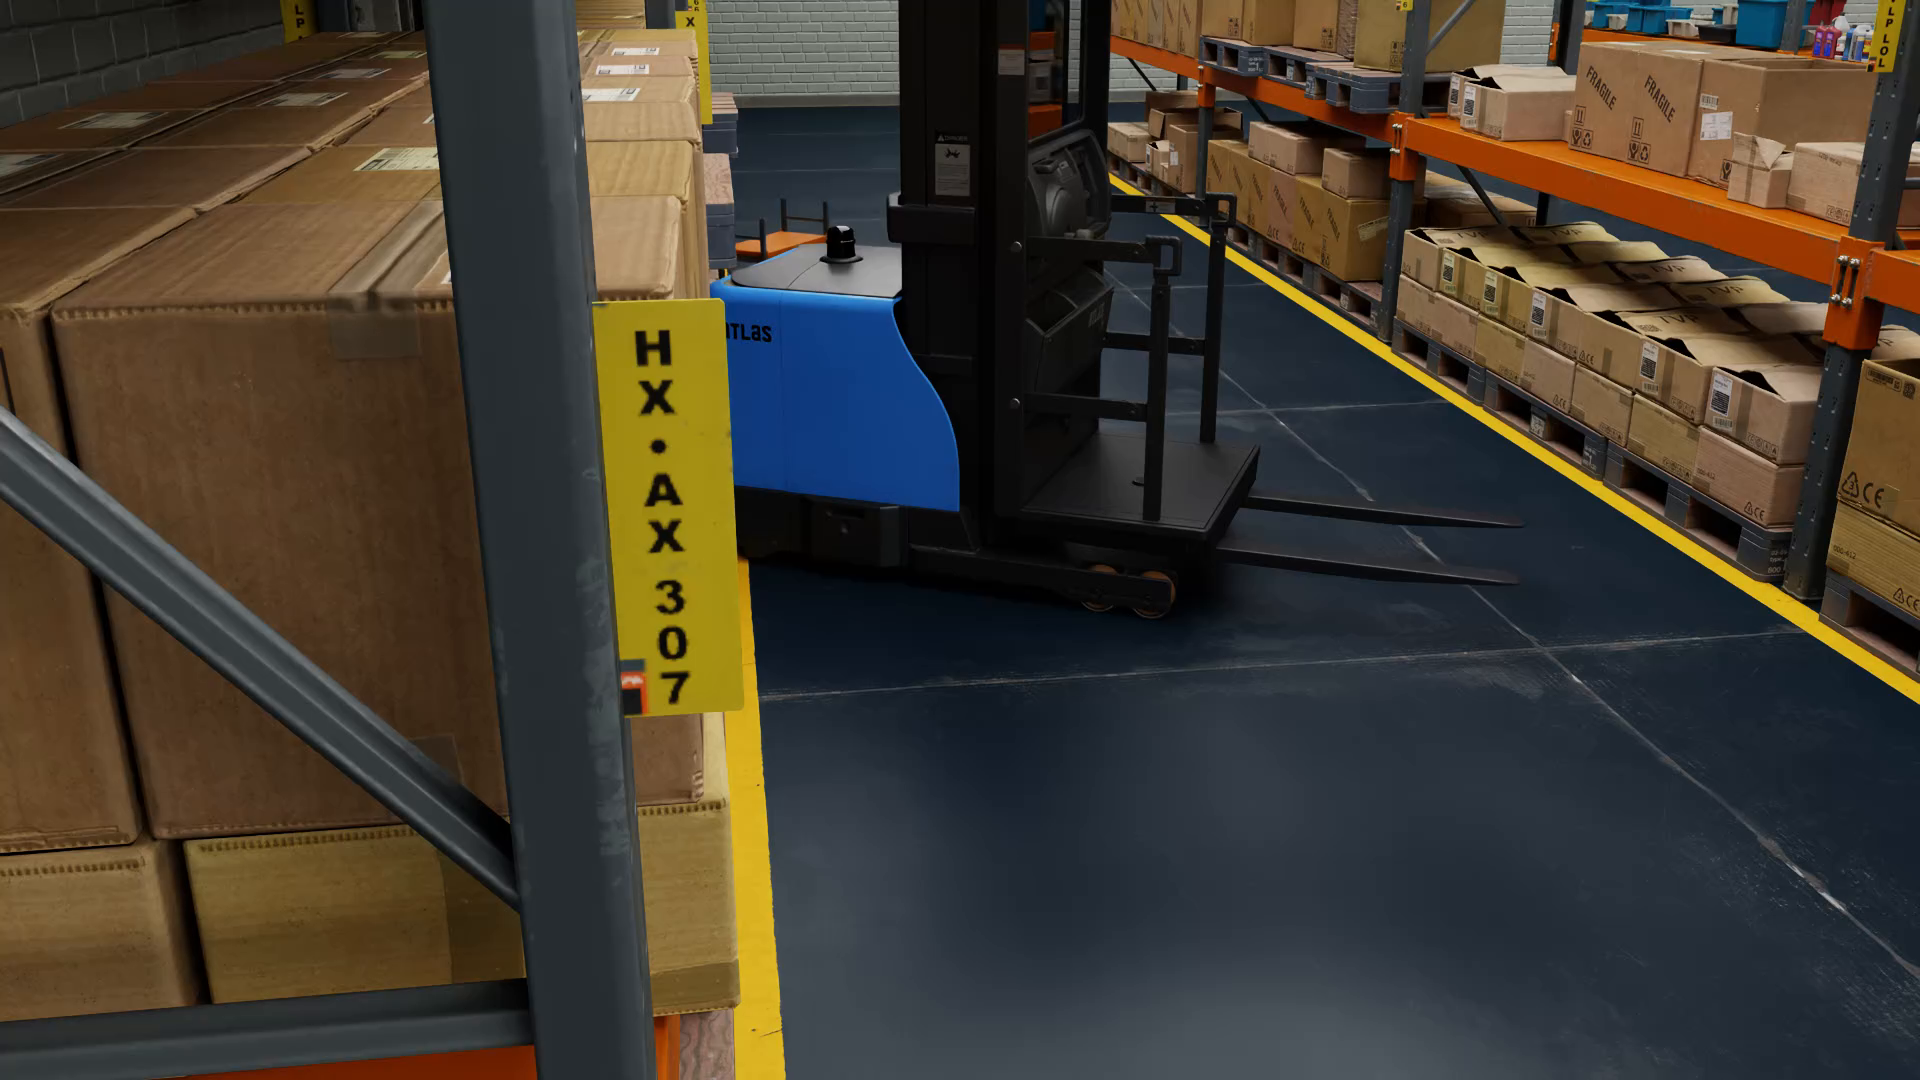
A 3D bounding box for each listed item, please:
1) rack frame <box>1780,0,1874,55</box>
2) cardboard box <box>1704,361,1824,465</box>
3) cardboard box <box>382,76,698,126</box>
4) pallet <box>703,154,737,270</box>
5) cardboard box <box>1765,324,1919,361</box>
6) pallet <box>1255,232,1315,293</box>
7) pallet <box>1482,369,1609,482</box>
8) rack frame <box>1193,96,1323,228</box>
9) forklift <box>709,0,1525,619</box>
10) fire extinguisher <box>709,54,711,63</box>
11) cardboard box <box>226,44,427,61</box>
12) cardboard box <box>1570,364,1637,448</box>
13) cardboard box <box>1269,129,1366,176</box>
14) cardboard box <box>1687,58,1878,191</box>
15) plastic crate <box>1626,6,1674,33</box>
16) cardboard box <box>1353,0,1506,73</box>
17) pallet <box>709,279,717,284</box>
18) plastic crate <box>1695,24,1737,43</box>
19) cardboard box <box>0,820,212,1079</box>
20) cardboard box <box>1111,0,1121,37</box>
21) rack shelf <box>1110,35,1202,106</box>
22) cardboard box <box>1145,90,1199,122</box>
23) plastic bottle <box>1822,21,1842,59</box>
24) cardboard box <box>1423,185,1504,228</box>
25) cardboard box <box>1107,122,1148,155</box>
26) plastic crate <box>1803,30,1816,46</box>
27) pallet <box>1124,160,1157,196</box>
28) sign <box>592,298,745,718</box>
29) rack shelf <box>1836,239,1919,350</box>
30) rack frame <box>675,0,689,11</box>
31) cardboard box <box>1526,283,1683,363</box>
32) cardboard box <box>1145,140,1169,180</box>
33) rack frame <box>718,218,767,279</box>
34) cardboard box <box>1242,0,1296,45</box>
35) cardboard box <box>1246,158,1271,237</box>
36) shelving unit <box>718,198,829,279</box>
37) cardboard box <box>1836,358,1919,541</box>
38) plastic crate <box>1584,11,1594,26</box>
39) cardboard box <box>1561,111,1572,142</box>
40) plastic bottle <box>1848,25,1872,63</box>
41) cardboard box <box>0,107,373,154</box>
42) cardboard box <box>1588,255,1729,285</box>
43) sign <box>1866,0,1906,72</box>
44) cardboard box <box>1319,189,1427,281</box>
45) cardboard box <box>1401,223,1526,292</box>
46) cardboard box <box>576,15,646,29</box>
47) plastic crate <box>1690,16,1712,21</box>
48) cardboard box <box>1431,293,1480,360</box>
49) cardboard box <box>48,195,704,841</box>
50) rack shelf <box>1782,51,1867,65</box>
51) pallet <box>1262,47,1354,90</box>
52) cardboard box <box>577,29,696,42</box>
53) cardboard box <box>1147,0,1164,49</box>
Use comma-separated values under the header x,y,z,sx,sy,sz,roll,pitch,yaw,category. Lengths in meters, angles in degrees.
x,y,z,sx,sy,sz,roll,pitch,yaw,category
7.319,-4.239,13.779,1.000,3.000,0.127,-3,21,-8,rack frame
3.228,-0.518,6.344,0.500,0.311,0.500,-3,21,-8,cardboard box
-0.742,-0.584,3.108,0.500,0.500,0.500,-2,21,-6,cardboard box
-1.298,-1.152,5.787,1.003,0.211,1.213,-3,21,-8,pallet
3.690,-0.721,6.888,0.500,0.311,0.500,-3,21,-8,cardboard box
2.751,-1.981,11.719,1.003,0.211,1.213,-3,21,-8,pallet
3.246,-0.591,7.996,1.003,0.211,1.213,-3,21,-8,pallet
2.417,-3.991,13.113,1.000,3.000,0.127,-3,21,-8,rack frame
0.590,-1.301,6.009,3.031,2.935,1.130,7,22,18,forklift
-2.626,-4.989,16.430,0.296,0.674,0.183,-3,21,-8,fire extinguisher
-1.400,-0.907,3.973,0.500,0.500,0.500,-3,21,-8,cardboard box
3.078,-0.611,7.394,0.500,0.250,0.500,-2,21,-7,cardboard box
2.462,-2.677,11.469,0.500,0.250,0.500,-3,21,-9,cardboard box
3.399,-1.717,6.882,0.500,0.500,0.500,-1,21,-4,cardboard box
6.642,-5.016,16.012,0.416,0.233,0.300,-3,21,-8,plastic crate
2.791,-3.062,9.883,0.700,0.500,0.500,-10,23,-26,cardboard box
-1.947,-1.325,9.962,1.003,0.211,1.213,-3,21,-8,pallet
6.892,-4.512,14.818,0.437,0.125,0.590,-3,21,-8,plastic crate
-1.014,0.324,1.747,0.500,0.250,0.500,-3,21,-7,cardboard box
1.723,-5.077,15.879,0.500,0.500,0.500,-3,21,-8,cardboard box
2.128,-4.346,15.093,1.077,0.370,4.000,-3,21,-8,rack shelf
2.162,-4.235,16.711,0.500,0.500,0.500,-3,21,-8,cardboard box
6.969,-3.990,13.278,0.061,0.283,0.133,-3,21,-8,plastic bottle
3.129,-1.994,10.711,0.500,0.500,0.500,-4,21,-10,cardboard box
1.710,-3.918,16.220,0.500,0.250,0.500,-3,21,-8,cardboard box
7.393,-4.312,14.265,0.396,0.136,0.243,-3,21,-8,plastic crate
2.139,-3.345,15.372,1.003,0.211,1.213,-3,21,-8,pallet
-0.218,-0.018,1.239,0.100,0.325,0.005,-3,21,-8,sign
3.858,-0.191,3.969,1.077,0.370,4.000,-3,21,-8,rack shelf
-1.908,-2.354,8.733,1.000,3.000,0.127,-3,21,-8,rack frame
3.008,-1.045,7.754,0.500,0.311,0.500,-3,21,-8,cardboard box
1.946,-3.380,14.692,0.500,0.311,0.500,-3,21,-8,cardboard box
-0.907,-0.772,7.067,0.240,1.200,0.015,10,23,26,rack frame
2.425,-3.824,11.924,0.700,0.500,0.500,0,20,1,cardboard box
2.398,-2.488,12.035,0.500,0.500,0.500,-3,21,-7,cardboard box
-0.793,-0.847,7.270,0.258,1.200,0.503,10,23,26,shelving unit
3.327,-0.304,5.502,0.500,0.500,0.500,-3,21,-8,cardboard box
6.416,-5.311,16.941,0.250,0.136,0.298,-3,21,-8,plastic crate
3.233,-2.049,8.275,0.380,0.149,0.250,-1,21,-4,cardboard box
7.061,-3.875,12.981,0.152,0.276,0.135,-3,21,-8,plastic bottle
-1.175,-0.381,2.563,0.500,0.500,0.500,-3,21,-9,cardboard box
3.464,-1.254,8.313,0.500,0.311,0.500,-3,21,-8,cardboard box
3.034,-1.695,5.426,0.100,0.325,0.005,-3,21,-8,sign
2.626,-1.953,10.601,0.500,0.500,0.500,-2,21,-6,cardboard box
2.778,-1.581,9.190,0.500,0.311,0.500,-2,21,-6,cardboard box
-1.445,-1.594,5.926,0.700,0.500,0.500,-1,20,-2,cardboard box
7.192,-4.958,15.994,0.298,0.136,0.250,-3,21,-8,plastic crate
2.852,-1.144,8.822,0.500,0.250,0.500,-3,21,-9,cardboard box
-0.526,-0.055,1.692,0.500,0.500,0.500,-3,21,-8,cardboard box
7.607,-3.210,12.051,1.077,0.370,4.000,-3,21,-8,rack shelf
2.708,-3.189,11.241,1.003,0.211,1.213,-3,21,-8,pallet
-0.957,-1.112,4.520,0.500,0.500,0.500,-3,21,-8,cardboard box
1.939,-4.554,14.478,0.500,0.500,0.500,-2,21,-7,cardboard box
